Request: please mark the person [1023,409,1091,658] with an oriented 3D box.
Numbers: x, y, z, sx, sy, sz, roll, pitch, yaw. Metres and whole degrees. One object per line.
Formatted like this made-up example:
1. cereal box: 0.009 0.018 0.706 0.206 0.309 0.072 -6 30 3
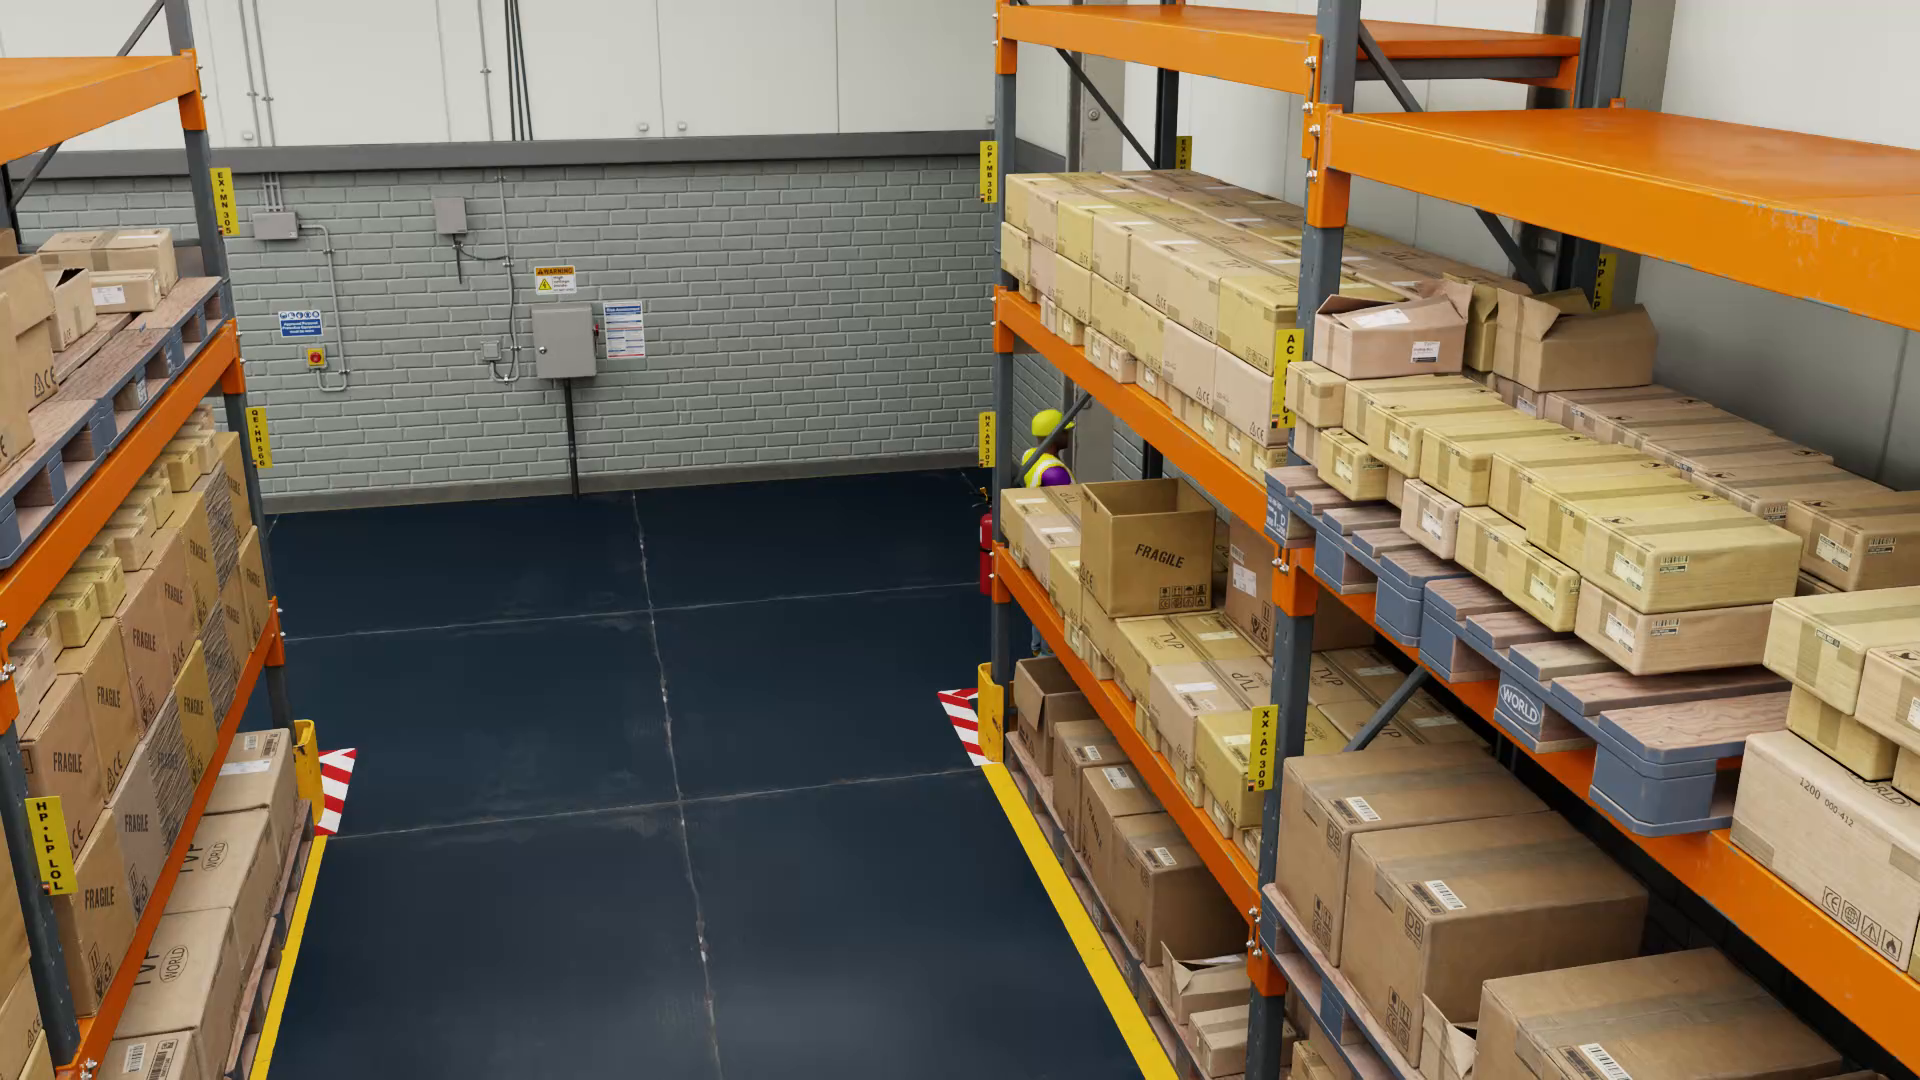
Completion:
1. person: 0.642 -0.008 11.066 0.461 1.759 0.631 -6 20 -16
